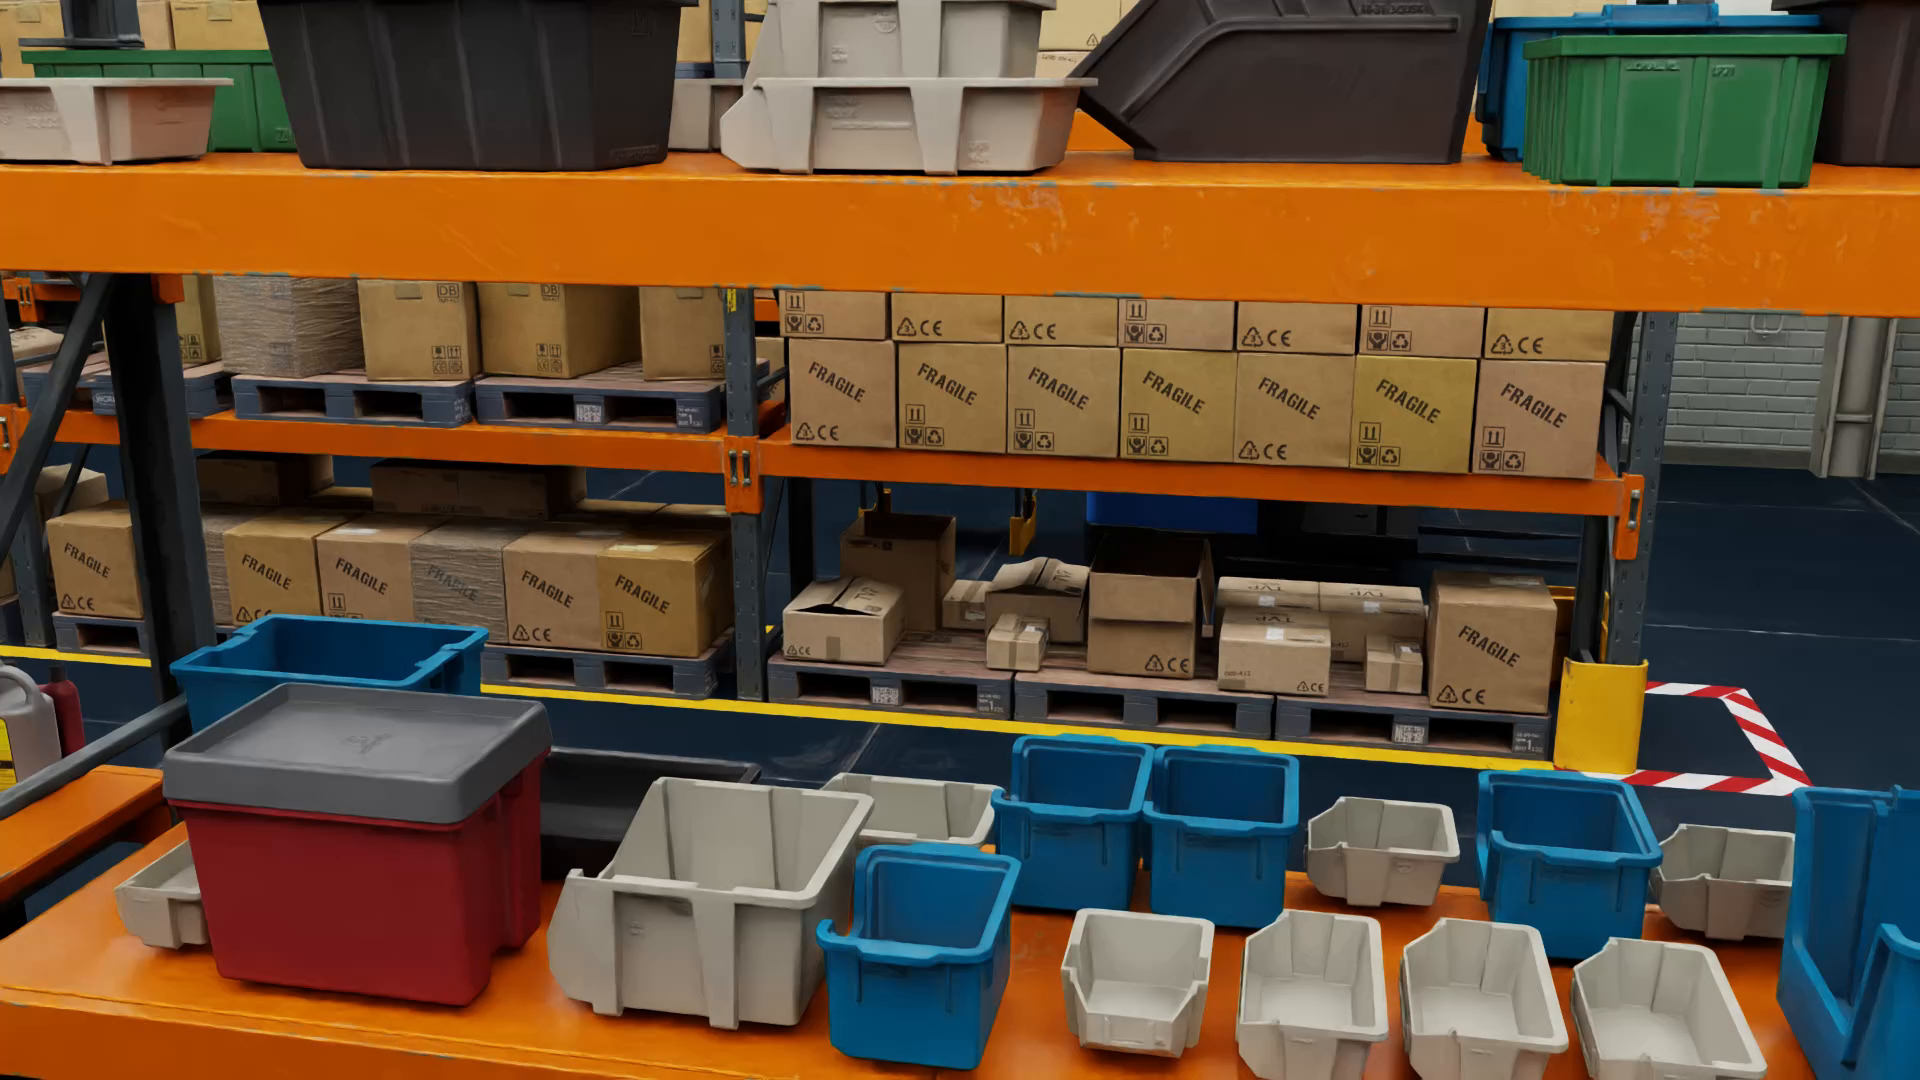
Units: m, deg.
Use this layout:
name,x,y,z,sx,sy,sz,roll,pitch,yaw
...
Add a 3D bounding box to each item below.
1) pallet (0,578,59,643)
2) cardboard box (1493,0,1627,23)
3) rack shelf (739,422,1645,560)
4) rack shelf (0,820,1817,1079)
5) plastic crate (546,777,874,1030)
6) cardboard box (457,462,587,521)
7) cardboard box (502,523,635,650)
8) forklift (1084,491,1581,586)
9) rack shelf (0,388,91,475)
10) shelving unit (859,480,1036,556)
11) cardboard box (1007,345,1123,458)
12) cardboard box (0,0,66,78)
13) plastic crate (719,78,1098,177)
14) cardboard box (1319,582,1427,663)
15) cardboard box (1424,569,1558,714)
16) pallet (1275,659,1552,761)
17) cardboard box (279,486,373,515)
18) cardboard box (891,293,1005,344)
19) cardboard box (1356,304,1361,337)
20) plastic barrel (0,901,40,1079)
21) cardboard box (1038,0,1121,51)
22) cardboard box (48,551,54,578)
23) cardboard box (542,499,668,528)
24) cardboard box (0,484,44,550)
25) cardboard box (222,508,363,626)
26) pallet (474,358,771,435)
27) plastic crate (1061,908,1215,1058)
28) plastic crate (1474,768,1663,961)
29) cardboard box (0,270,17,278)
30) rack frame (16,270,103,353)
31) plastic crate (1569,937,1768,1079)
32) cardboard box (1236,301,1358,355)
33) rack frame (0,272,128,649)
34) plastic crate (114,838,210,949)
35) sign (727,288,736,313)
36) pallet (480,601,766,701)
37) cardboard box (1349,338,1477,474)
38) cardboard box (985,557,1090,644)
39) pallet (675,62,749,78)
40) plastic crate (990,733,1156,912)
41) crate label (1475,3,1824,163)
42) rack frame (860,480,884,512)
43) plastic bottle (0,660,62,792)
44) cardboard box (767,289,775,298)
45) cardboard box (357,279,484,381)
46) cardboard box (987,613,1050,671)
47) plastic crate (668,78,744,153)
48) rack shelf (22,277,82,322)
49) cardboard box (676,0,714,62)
name,x,y,z,sx,sy,sz,roll,pitch,yaw
pallet,-5.649,0.292,9.544,1.213,0.211,1.003,3,16,11
cardboard box,2.435,-2.148,6.851,0.500,0.250,0.500,3,16,11
rack shelf,1.029,-0.332,7.921,4.000,0.370,1.077,3,16,11
rack shelf,0.039,0.963,3.244,4.000,0.370,1.077,3,16,11
plastic crate,-0.462,0.668,3.072,0.530,0.282,0.437,3,16,11
cardboard box,-2.336,-0.297,8.899,0.500,0.250,0.500,3,16,11
cardboard box,-1.954,0.227,8.411,0.500,0.500,0.500,3,16,11
forklift,2.343,-1.247,10.004,3.031,2.935,1.130,4,16,14
rack shelf,-6.810,-0.758,9.457,4.000,0.370,1.077,3,16,11
shelving unit,-0.075,-0.727,10.806,1.083,1.500,0.587,3,16,11
cardboard box,0.507,-0.682,7.647,0.500,0.500,0.500,3,16,11
cardboard box,-4.416,-2.478,8.511,0.500,0.500,0.910,3,16,11
plastic crate,-0.076,-0.641,2.561,0.530,0.136,0.437,3,16,11
cardboard box,2.023,0.411,8.217,0.500,0.250,0.500,3,16,11
cardboard box,2.407,0.455,7.587,0.500,0.500,0.500,3,16,11
pallet,2.133,0.725,7.980,1.213,0.211,1.003,3,16,11
cardboard box,-3.380,0.010,9.194,0.500,0.500,0.500,3,16,9
cardboard box,-0.019,-1.190,7.607,0.500,0.500,0.500,3,16,9
cardboard box,2.093,-1.221,7.721,0.500,0.500,0.500,3,16,12
plastic barrel,-2.451,1.286,3.876,0.708,0.901,0.600,3,16,11
cardboard box,0.474,-2.253,7.232,0.500,0.250,0.500,3,16,11
cardboard box,-5.305,0.020,9.666,0.500,0.250,0.500,3,16,11
cardboard box,-1.881,0.092,8.899,0.500,0.500,0.500,3,16,12
cardboard box,-5.413,-0.109,9.081,0.500,0.311,0.500,4,16,13
cardboard box,-3.457,0.148,8.698,0.500,0.500,0.500,3,16,10
pallet,-1.692,-0.764,8.491,1.213,0.211,1.003,3,16,11
plastic crate,0.311,0.786,2.915,0.250,0.136,0.298,3,16,11
plastic crate,1.177,0.640,3.263,0.300,0.233,0.416,3,16,11
cardboard box,-8.311,-2.390,14.246,0.500,0.250,0.500,3,16,11
rack frame,-7.787,-2.507,14.424,0.127,3.000,1.000,3,16,11
plastic crate,1.163,0.825,2.776,0.243,0.136,0.396,3,16,11
cardboard box,1.494,-1.108,7.311,0.500,0.500,0.500,4,16,13
rack frame,-4.850,-0.998,8.977,0.127,3.000,1.000,3,16,11
plastic crate,-1.494,0.670,3.334,0.243,0.136,0.396,3,16,11
sign,-1.038,-1.198,7.529,0.005,0.325,0.100,3,16,11
pallet,-1.735,0.525,8.702,1.213,0.211,1.003,3,16,11
cardboard box,1.987,-0.600,7.353,0.500,0.500,0.500,3,16,12
cardboard box,0.419,0.294,8.523,0.500,0.311,0.500,3,16,11
pallet,-1.556,-2.194,8.025,1.003,0.211,1.213,3,16,11
plastic crate,0.238,0.589,3.447,0.300,0.233,0.416,3,16,11
crate label,1.159,-0.785,2.865,0.502,0.251,0.408,3,16,11
rack frame,-0.582,-0.754,10.906,0.032,1.500,0.500,3,16,11
plastic bottle,-2.241,0.428,3.920,0.185,0.351,0.144,3,16,11
cardboard box,-1.328,-1.976,12.939,0.250,0.149,0.380,3,16,11
cardboard box,-2.674,-1.114,8.420,0.500,0.500,0.700,-1,16,-3
cardboard box,0.287,0.490,8.087,0.250,0.166,0.380,3,16,11
plastic crate,-0.599,-0.840,3.282,0.466,0.136,0.293,3,16,11
rack shelf,-5.827,-2.054,14.136,4.000,0.370,1.077,3,16,11
cardboard box,-1.409,-2.576,7.892,0.600,0.600,0.600,2,16,6
